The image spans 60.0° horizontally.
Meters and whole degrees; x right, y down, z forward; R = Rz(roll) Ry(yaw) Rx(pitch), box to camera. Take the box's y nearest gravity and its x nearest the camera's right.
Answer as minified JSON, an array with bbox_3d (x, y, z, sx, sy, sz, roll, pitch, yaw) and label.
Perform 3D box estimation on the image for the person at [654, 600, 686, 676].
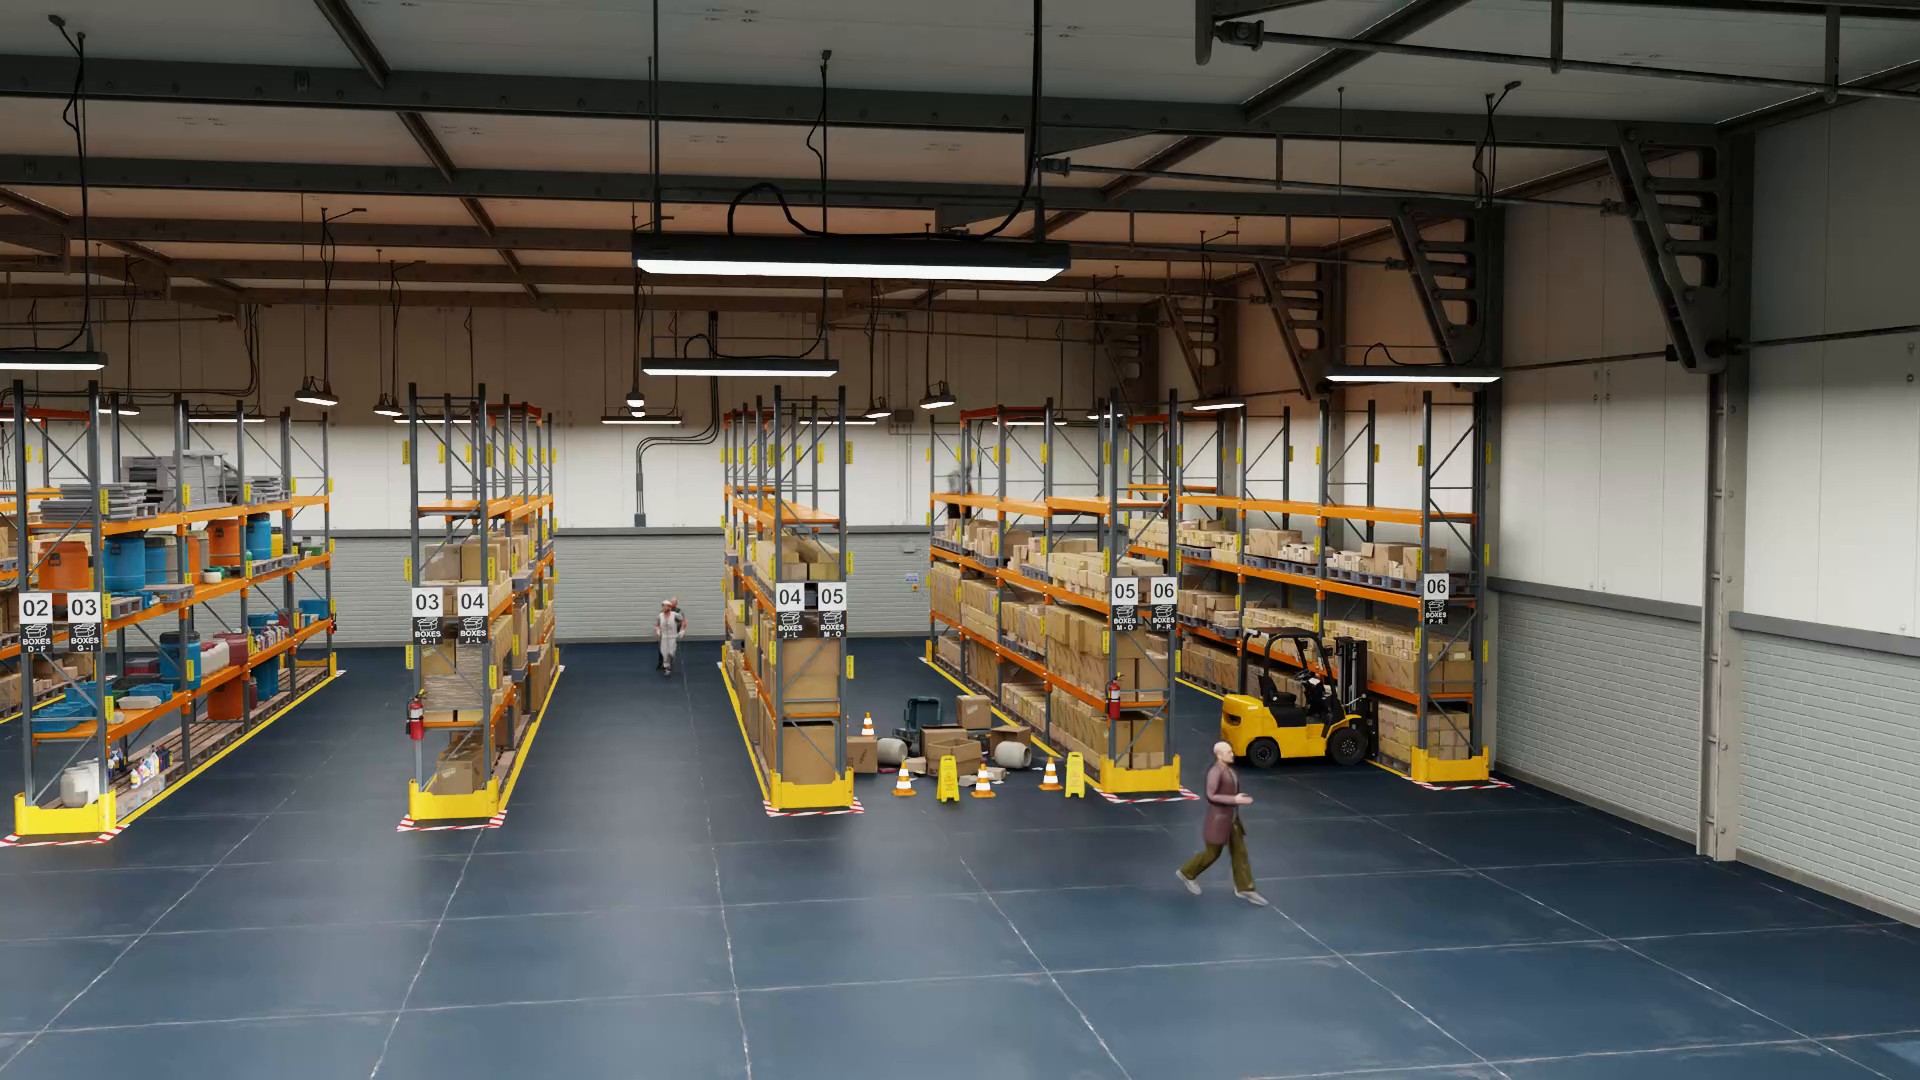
[{"bbox_3d":[-6.575,2.229,37.536,0.689,1.737,0.679,0,3,2],"label":"person"}]

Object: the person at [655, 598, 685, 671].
[{"bbox_3d":[-6.756,2.196,38.797,0.694,1.720,0.659,0,3,-5],"label":"person"}]

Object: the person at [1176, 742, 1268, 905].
[{"bbox_3d":[2.935,3.146,18.572,1.006,1.790,0.709,2,3,34],"label":"person"}]
